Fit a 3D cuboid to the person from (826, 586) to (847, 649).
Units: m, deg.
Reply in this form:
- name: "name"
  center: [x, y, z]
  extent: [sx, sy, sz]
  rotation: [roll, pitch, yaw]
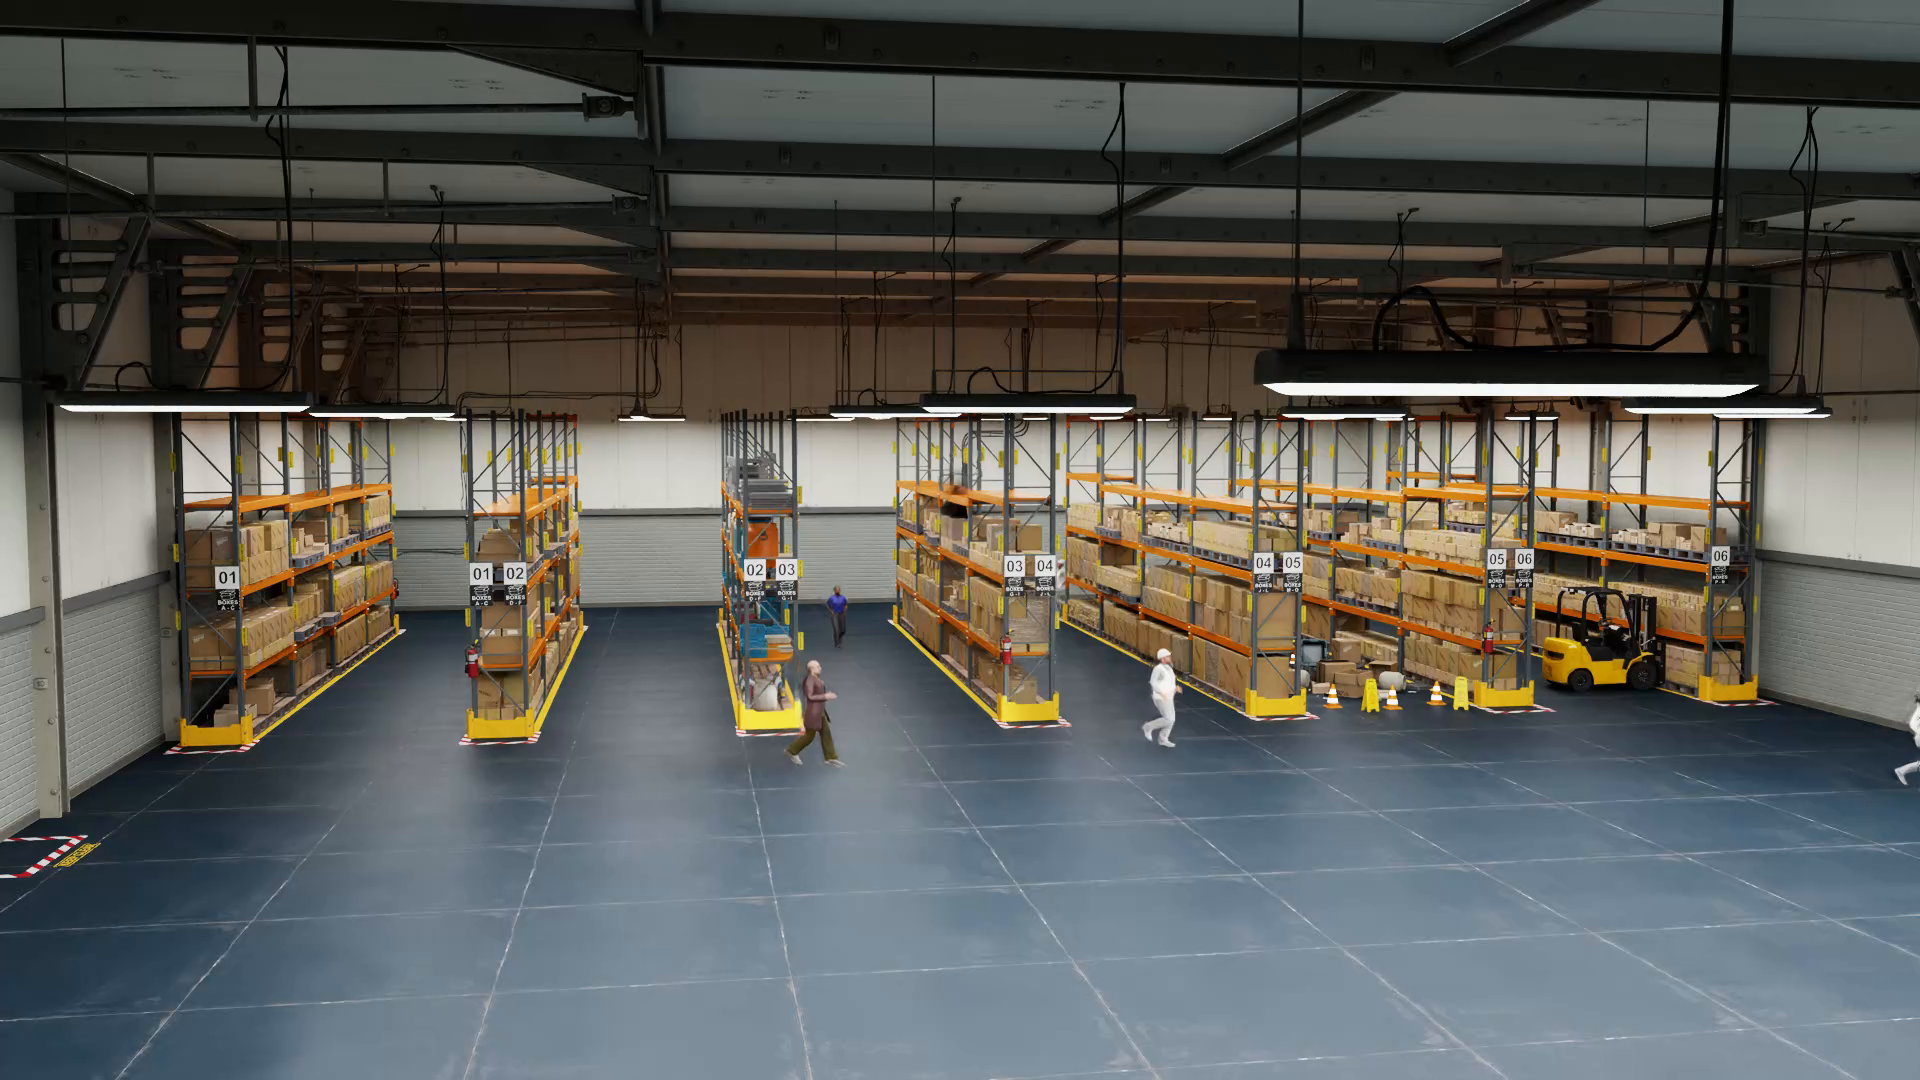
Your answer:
- name: "person"
  center: [-3.133, 1.962, 42.412]
  extent: [0.554, 1.604, 0.562]
  rotation: [-1, 4, -18]

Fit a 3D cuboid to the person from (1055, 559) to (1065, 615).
- name: "person"
  center: [3.000, 1.417, 49.635]
  extent: [0.568, 1.732, 0.733]
  rotation: [-1, 4, -17]

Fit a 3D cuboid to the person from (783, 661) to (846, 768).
- name: "person"
  center: [-2.416, 2.932, 27.565]
  extent: [1.039, 1.700, 0.708]
  rotation: [1, 4, 10]

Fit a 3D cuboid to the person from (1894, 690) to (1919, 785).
- name: "person"
  center: [14.861, 3.099, 25.670]
  extent: [0.767, 1.660, 0.625]
  rotation: [3, 5, 36]

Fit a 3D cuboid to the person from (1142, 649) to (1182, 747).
- name: "person"
  center: [3.613, 2.798, 29.613]
  extent: [0.633, 1.747, 0.658]
  rotation: [2, 5, 28]
